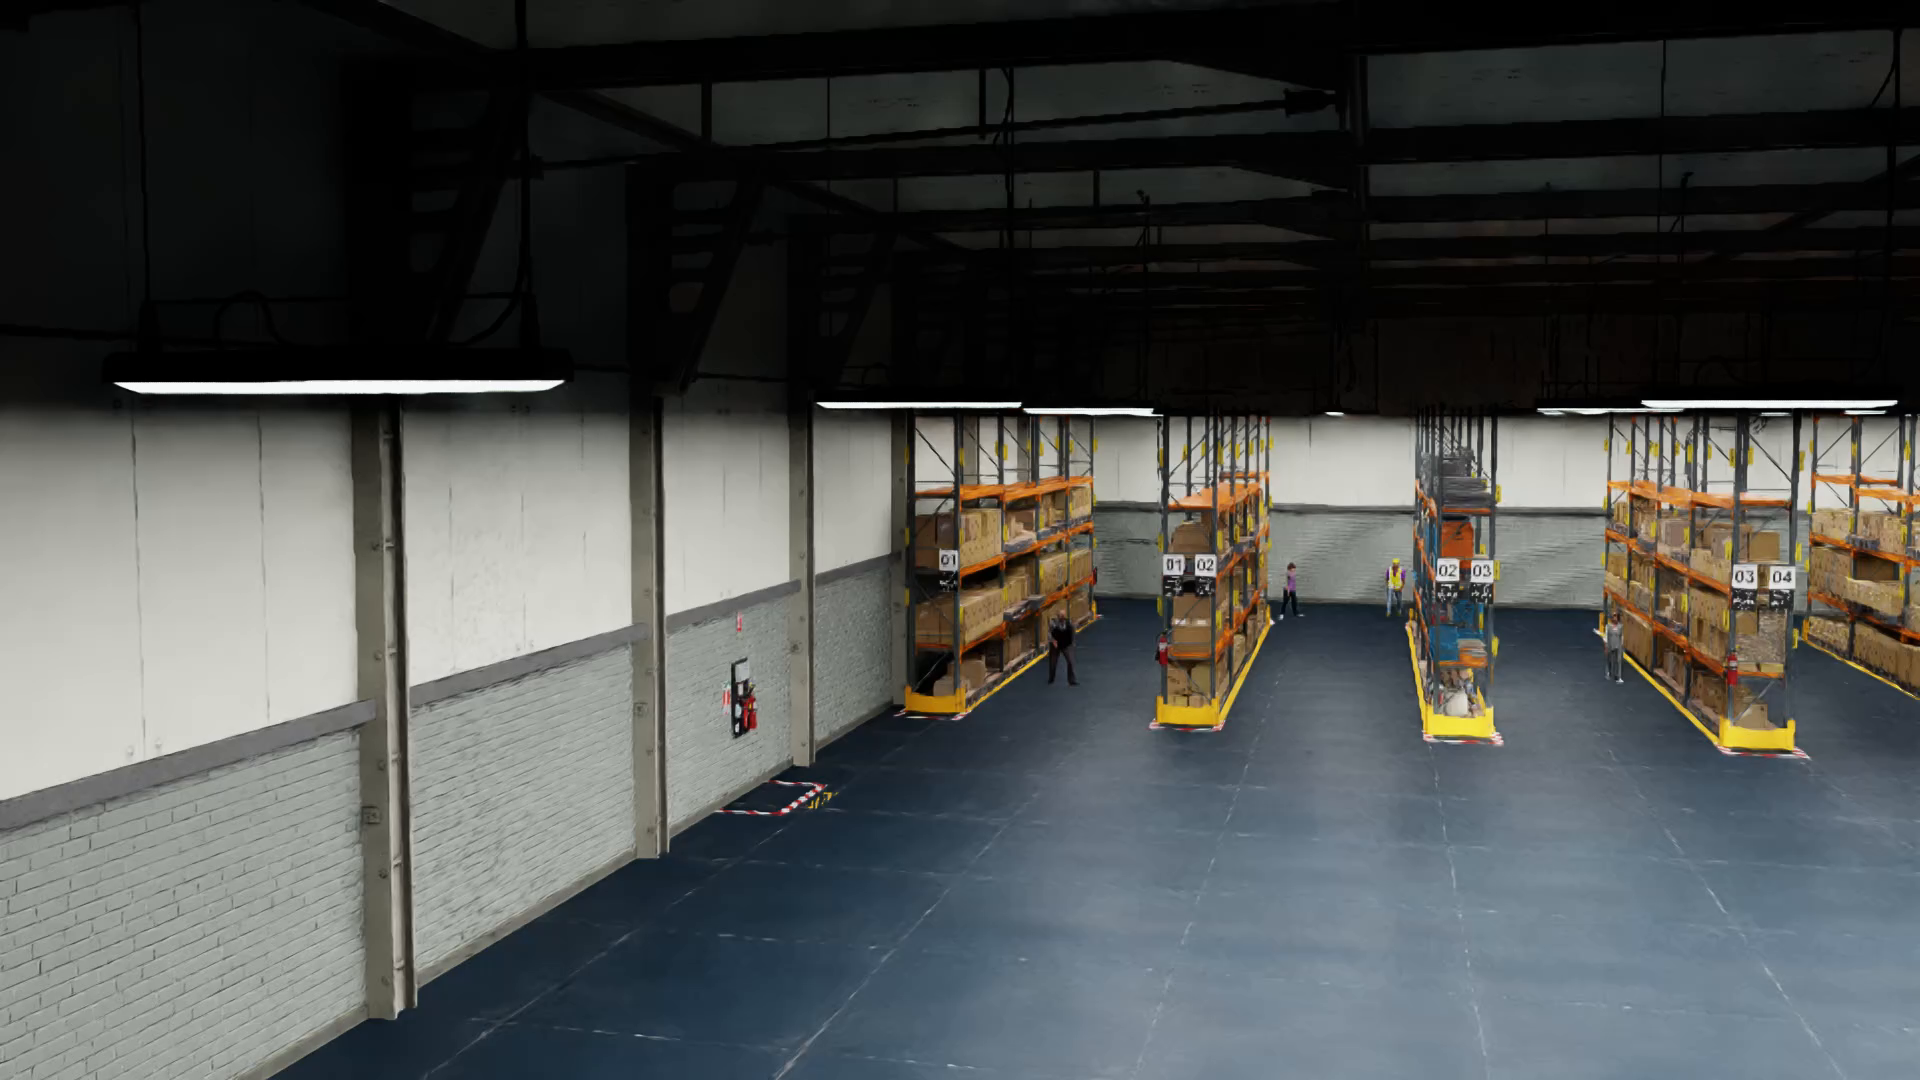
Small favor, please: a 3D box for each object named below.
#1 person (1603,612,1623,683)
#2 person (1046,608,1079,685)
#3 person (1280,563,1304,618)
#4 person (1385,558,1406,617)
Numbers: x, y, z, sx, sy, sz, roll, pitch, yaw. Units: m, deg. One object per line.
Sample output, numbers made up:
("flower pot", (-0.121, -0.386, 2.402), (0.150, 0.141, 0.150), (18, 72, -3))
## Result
("person", (14.214, 2.317, 36.176), (0.417, 1.517, 1.036), (1, 4, 16))
("person", (2.183, 2.281, 35.815), (0.682, 1.661, 0.844), (0, 4, -3))
("person", (9.499, 1.446, 47.699), (0.638, 1.588, 0.526), (-4, 6, -41))
("person", (12.592, 1.362, 48.073), (0.569, 1.708, 1.042), (2, 5, 23))
